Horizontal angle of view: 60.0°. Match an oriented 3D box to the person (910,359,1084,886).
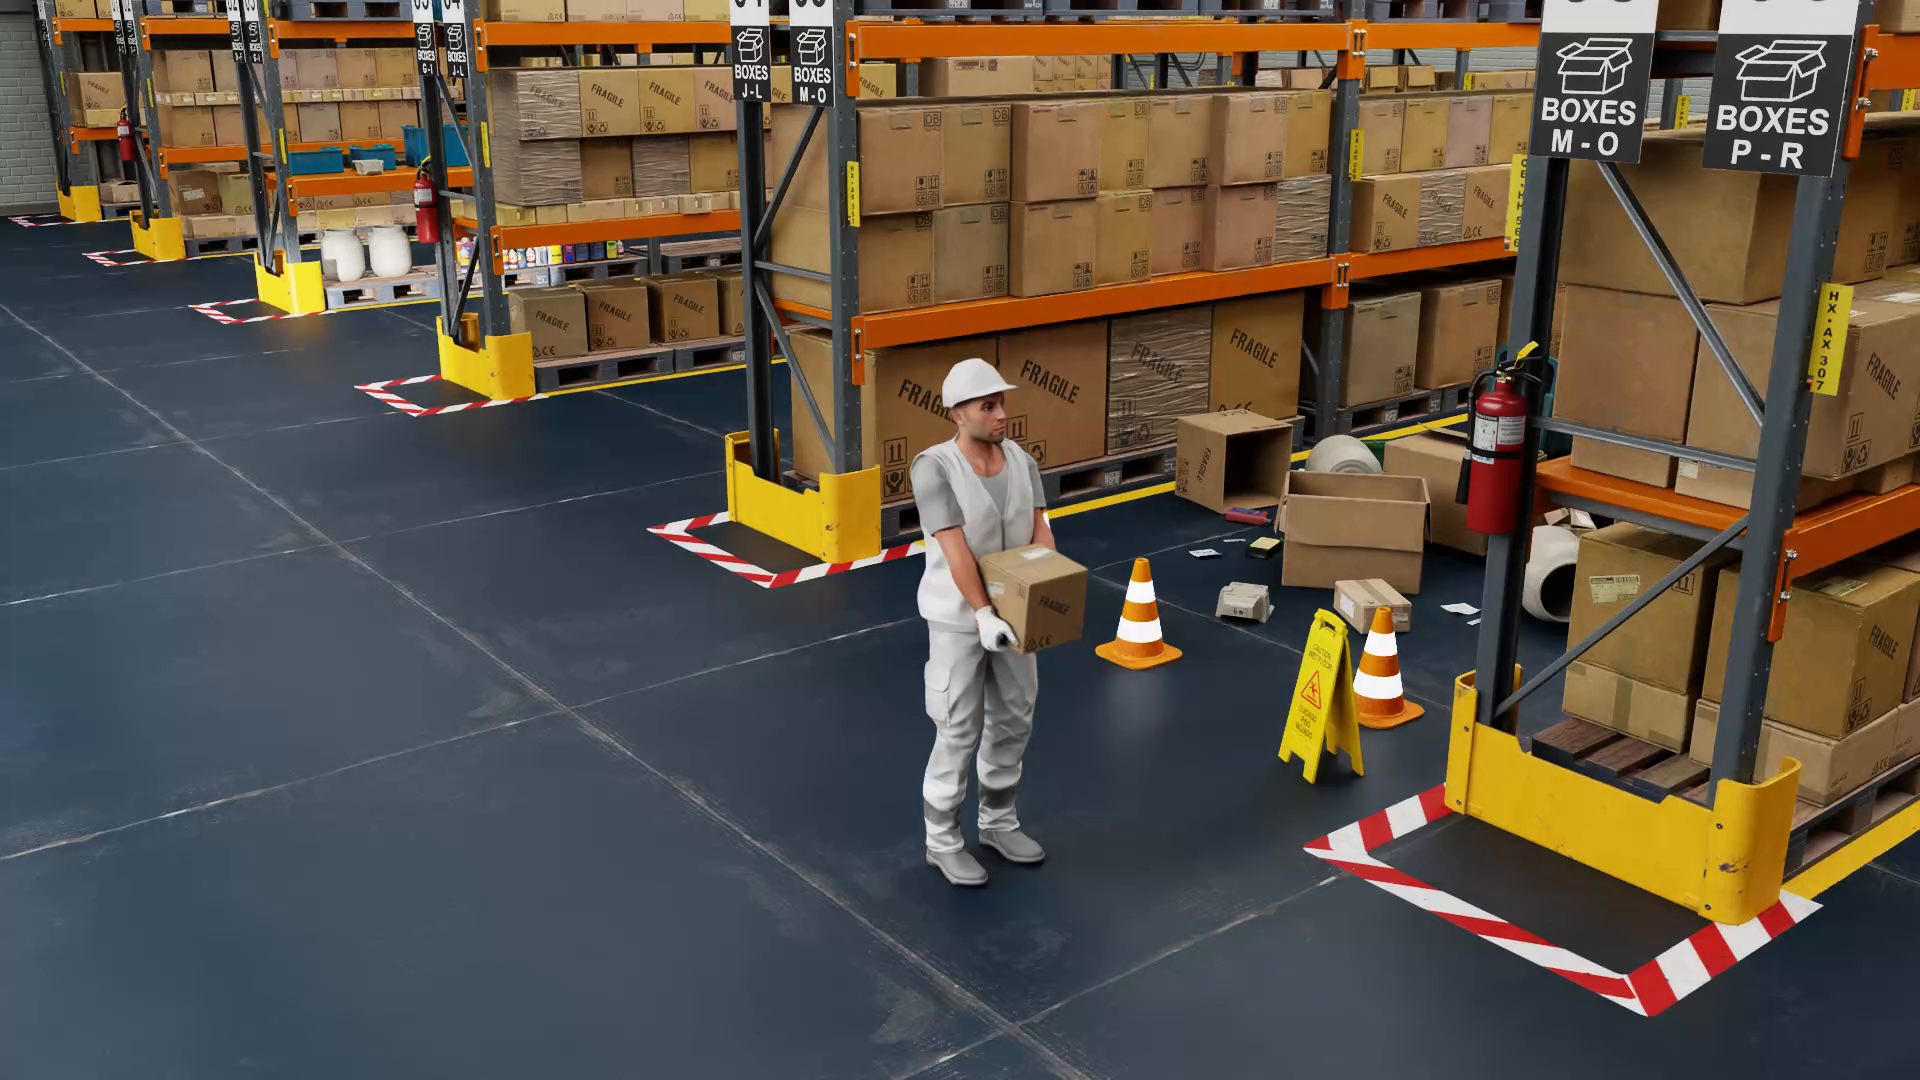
[{"bbox_3d":[0.134,0.297,5.572,0.494,1.784,0.554,-13,22,-35],"label":"person"}]
